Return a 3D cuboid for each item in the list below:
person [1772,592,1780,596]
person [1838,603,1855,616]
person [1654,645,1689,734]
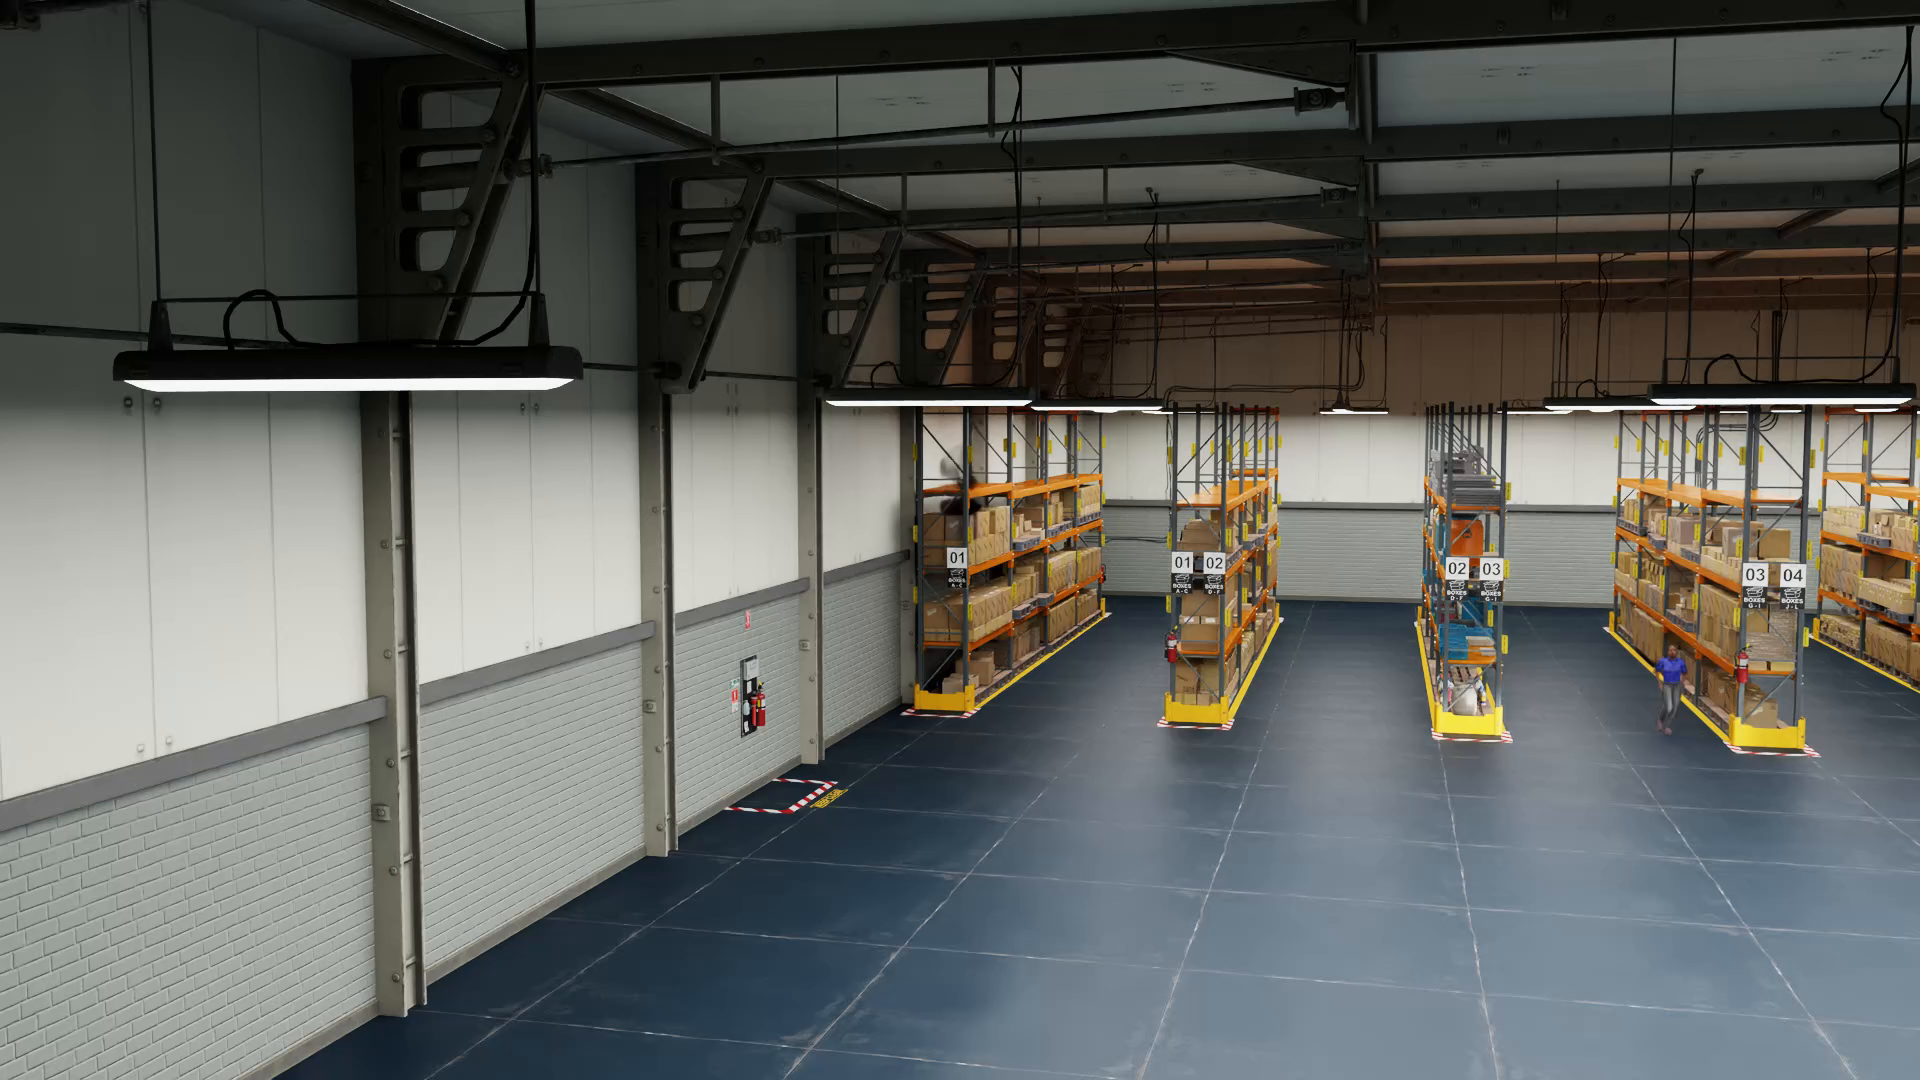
[{"bbox_3d":[20.704,1.766,41.821,0.669,1.767,0.794,1,4,17],"label":"person"},{"bbox_3d":[23.686,1.656,44.289,0.768,1.608,0.544,0,4,5],"label":"person"},{"bbox_3d":[12.832,2.698,29.955,0.560,1.621,0.567,1,4,11],"label":"person"}]
